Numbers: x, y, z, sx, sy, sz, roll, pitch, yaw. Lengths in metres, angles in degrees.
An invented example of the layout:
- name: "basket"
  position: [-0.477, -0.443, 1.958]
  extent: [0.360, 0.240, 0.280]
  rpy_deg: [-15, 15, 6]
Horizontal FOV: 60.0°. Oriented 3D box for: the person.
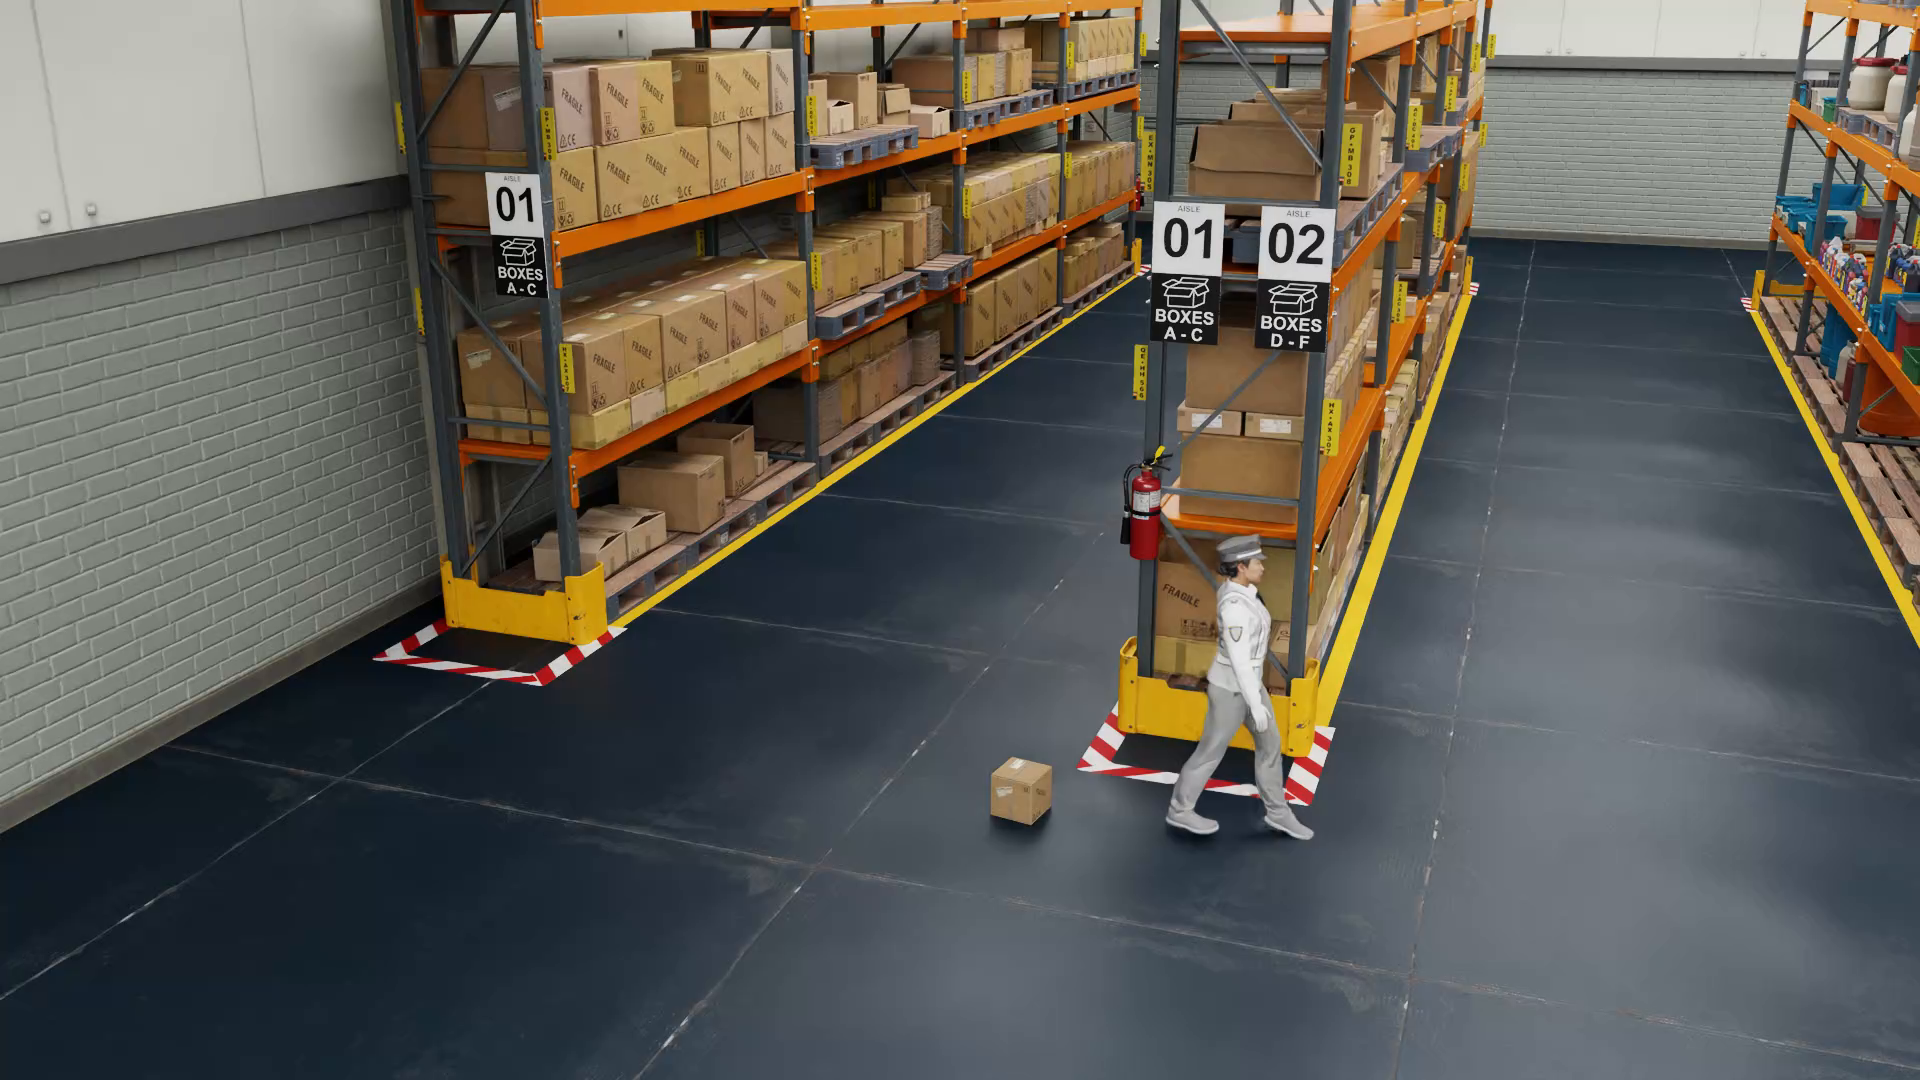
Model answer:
- name: "person"
  position: [1.514, 0.794, 8.732]
  extent: [0.787, 1.704, 0.542]
  rpy_deg: [4, 19, 13]
